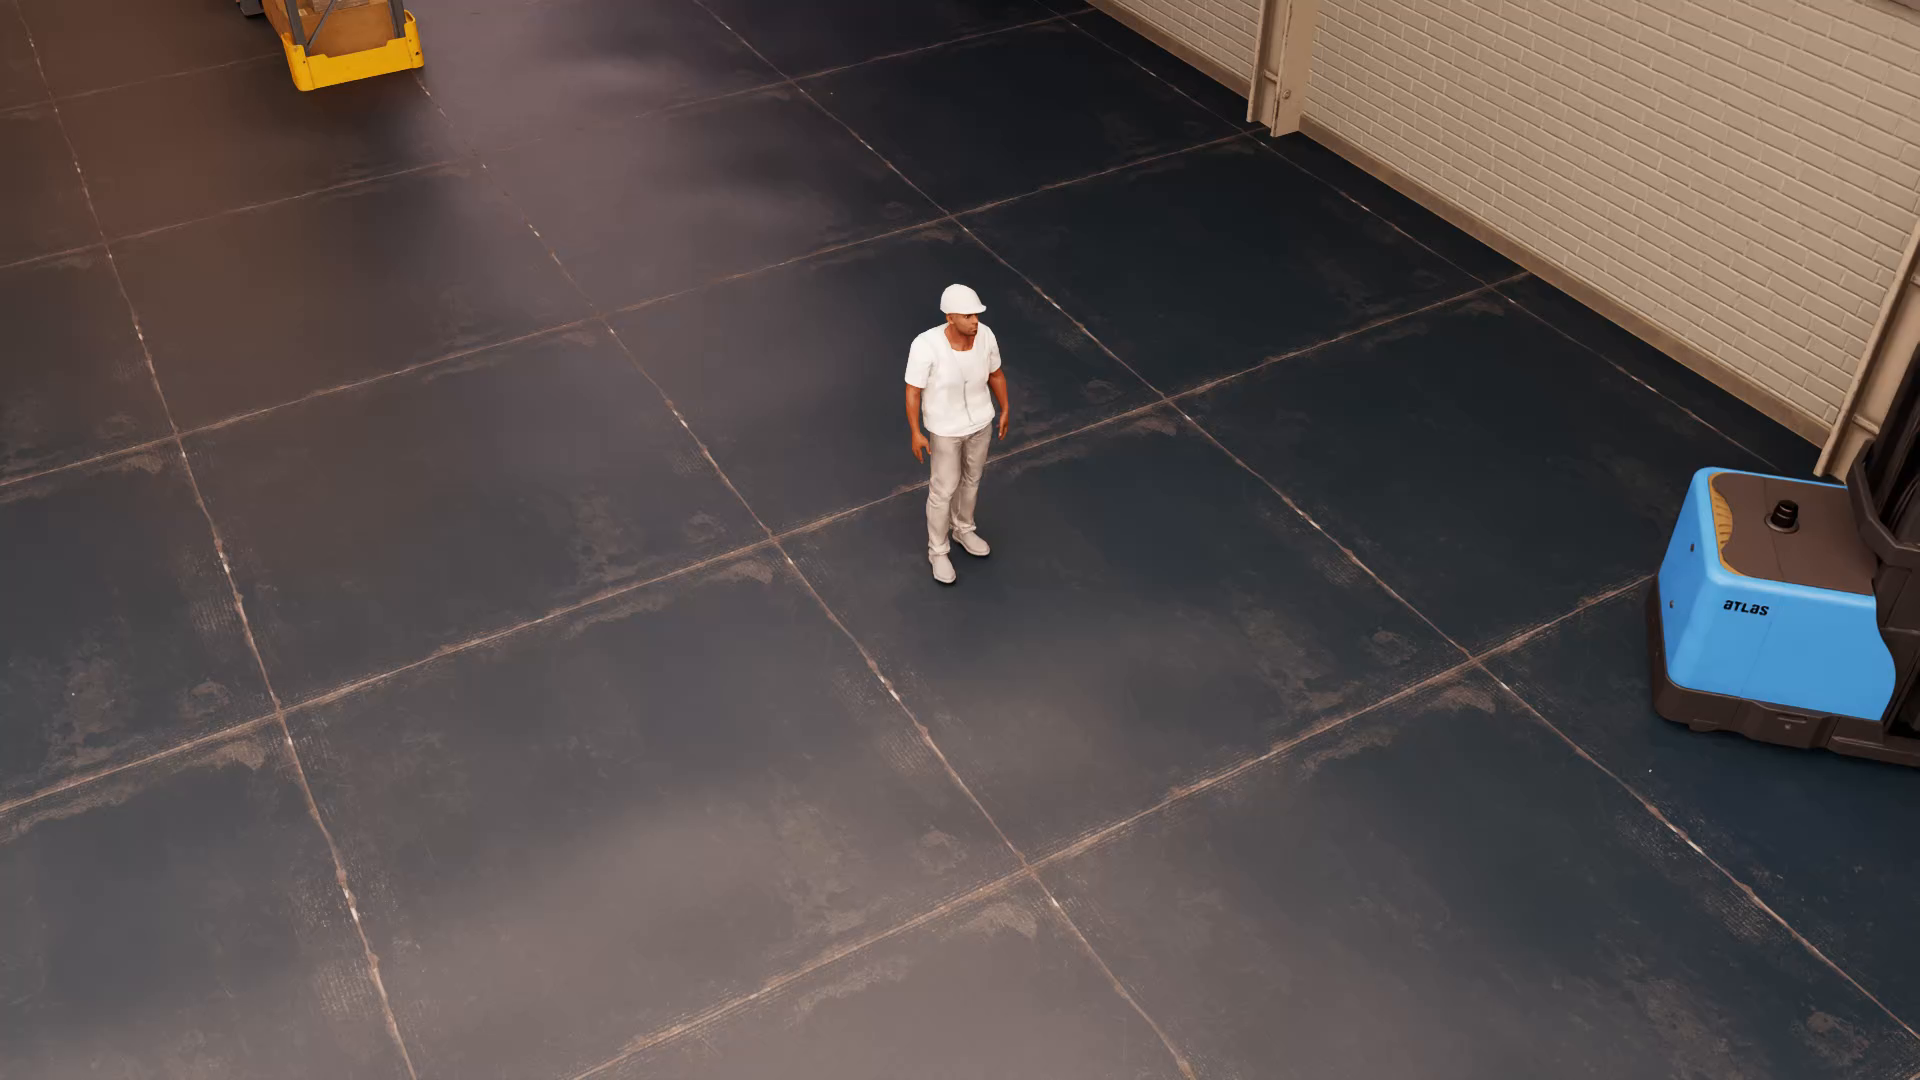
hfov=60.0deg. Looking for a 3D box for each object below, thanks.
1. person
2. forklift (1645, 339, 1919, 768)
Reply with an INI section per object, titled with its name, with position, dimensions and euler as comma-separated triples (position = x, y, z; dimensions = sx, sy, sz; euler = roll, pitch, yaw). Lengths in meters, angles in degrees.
[person]
position = 0.031, -0.645, 9.715
dimensions = 0.666, 1.768, 0.575
euler = -20, 44, -23
[forklift]
position = 5.379, -0.183, 8.257
dimensions = 3.031, 2.935, 1.130
euler = 9, 41, 11
